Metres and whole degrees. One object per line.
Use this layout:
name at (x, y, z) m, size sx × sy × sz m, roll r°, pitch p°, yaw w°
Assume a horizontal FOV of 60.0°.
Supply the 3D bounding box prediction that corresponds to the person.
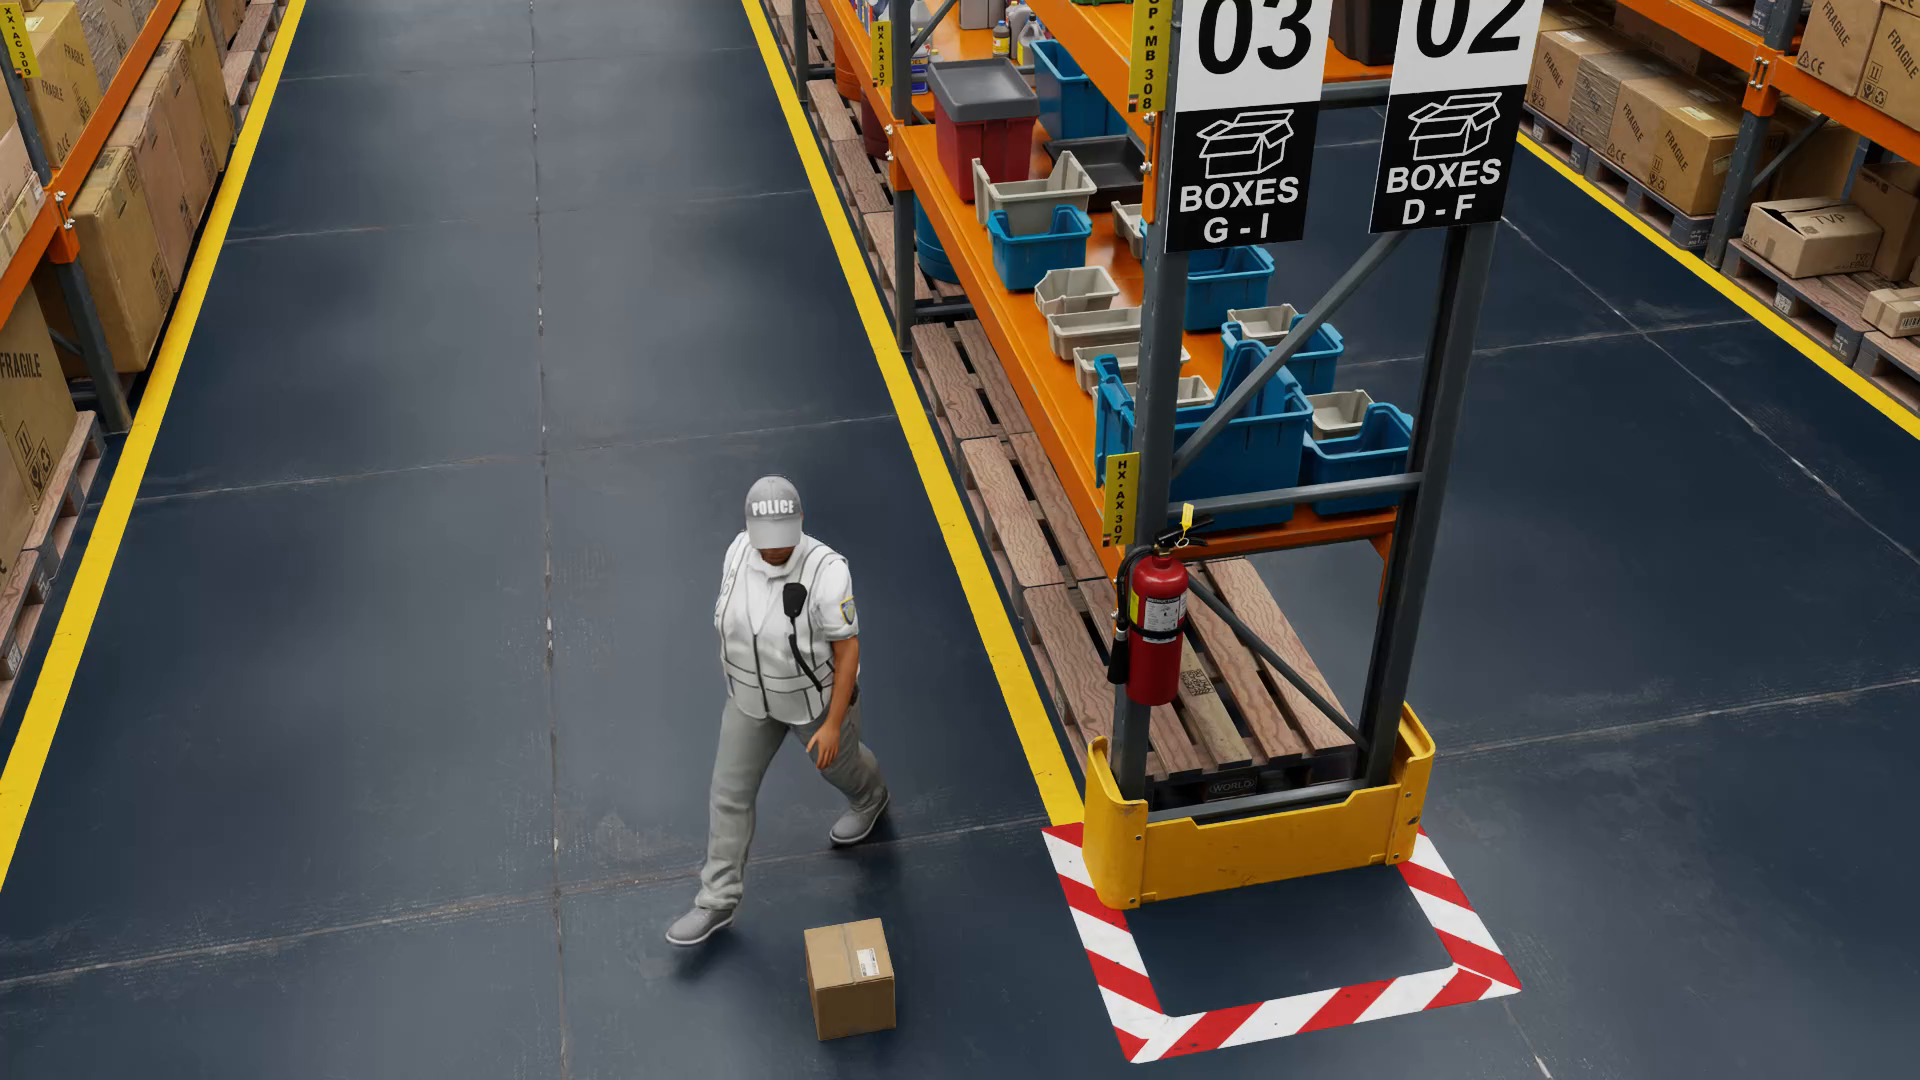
person at (-0.455, 0.578, 5.313) m, size 0.609 × 1.695 × 0.422 m, roll -7°, pitch 35°, yaw -11°
